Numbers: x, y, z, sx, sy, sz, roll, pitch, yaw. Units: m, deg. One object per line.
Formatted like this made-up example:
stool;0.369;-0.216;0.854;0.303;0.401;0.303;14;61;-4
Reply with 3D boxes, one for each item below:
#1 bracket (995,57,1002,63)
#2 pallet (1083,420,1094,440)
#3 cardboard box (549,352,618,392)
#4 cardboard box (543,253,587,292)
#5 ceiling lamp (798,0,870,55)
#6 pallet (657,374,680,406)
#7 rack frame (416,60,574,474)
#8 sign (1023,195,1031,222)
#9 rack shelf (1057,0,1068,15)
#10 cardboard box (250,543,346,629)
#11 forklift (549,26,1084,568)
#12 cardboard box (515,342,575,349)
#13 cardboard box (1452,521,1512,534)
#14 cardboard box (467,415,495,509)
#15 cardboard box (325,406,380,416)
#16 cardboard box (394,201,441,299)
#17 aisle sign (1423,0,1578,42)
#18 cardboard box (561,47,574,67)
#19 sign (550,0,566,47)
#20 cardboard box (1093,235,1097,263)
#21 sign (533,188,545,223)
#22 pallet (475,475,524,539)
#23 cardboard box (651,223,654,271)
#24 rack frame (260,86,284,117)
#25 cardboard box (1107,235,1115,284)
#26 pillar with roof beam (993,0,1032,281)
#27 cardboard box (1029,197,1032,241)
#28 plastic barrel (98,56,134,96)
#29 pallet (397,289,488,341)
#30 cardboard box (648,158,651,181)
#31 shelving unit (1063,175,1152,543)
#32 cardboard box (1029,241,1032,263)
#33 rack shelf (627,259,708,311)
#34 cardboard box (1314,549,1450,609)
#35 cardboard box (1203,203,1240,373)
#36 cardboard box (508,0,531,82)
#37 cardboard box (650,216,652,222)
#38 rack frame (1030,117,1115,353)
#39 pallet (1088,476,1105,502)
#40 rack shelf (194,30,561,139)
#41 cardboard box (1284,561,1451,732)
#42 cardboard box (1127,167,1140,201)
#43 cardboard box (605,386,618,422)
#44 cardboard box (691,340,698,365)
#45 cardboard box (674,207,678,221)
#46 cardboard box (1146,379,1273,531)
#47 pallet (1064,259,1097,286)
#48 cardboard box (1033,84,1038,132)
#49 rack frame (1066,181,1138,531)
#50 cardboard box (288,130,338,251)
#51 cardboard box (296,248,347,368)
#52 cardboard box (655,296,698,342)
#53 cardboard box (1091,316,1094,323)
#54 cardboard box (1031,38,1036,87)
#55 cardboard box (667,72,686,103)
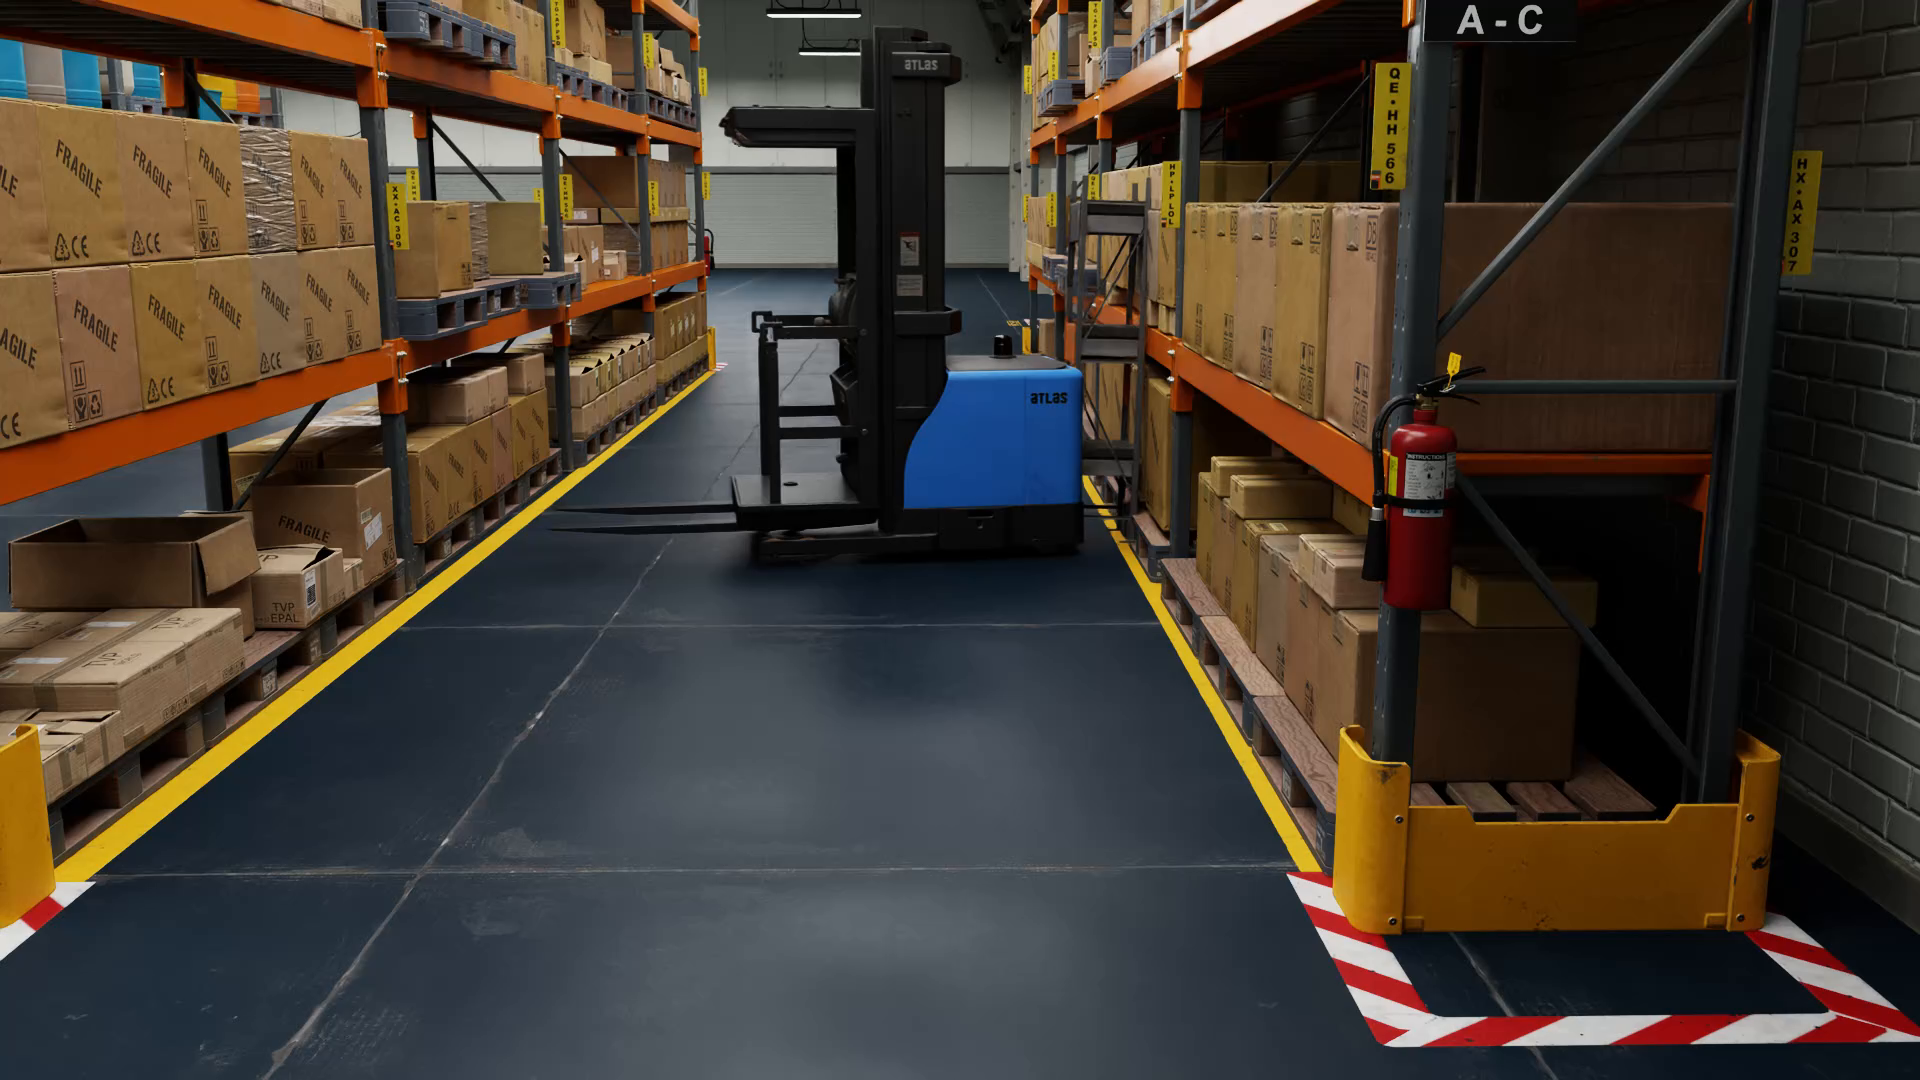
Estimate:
bracket;1.203;-14.675;50.710;0.235;0.232;0.430;0;11;-1
pallet;1.507;-0.790;13.421;1.003;0.211;1.213;0;11;-1
cardboard box;-3.175;-1.424;13.983;0.500;0.311;0.500;-1;11;-3
cardboard box;-3.256;-2.115;13.163;0.500;0.311;0.500;0;11;-2
ceiling lamp;-3.264;-14.431;43.879;2.000;3.185;0.800;0;11;-1
pallet;-3.488;-1.567;17.250;1.003;0.211;1.213;0;11;-1
rack frame;-3.431;-1.980;12.274;1.000;3.000;0.127;0;11;-1
sign;0.814;-4.013;20.119;0.100;0.325;0.005;0;11;-1
rack shelf;1.480;-4.790;13.852;1.077;0.370;4.000;0;11;-1
cardboard box;-3.037;0.179;7.291;0.500;0.311;0.500;0;11;-1
forklift;-0.847;-1.394;9.560;3.031;2.935;1.130;-2;12;-9
cardboard box;-3.737;-1.622;14.961;0.500;0.311;0.500;-1;11;-3
cardboard box;1.759;0.026;5.988;0.380;0.149;0.250;0;11;-1
cardboard box;-3.139;-0.478;10.050;0.500;0.500;0.500;0;11;0
cardboard box;-3.669;-0.571;10.511;0.500;0.500;0.500;-1;11;-3
cardboard box;-3.134;-1.535;8.771;0.700;0.500;0.500;-4;12;-20
aisle sign;1.389;-1.669;4.204;0.394;0.787;0.004;0;11;-1
cardboard box;-3.535;-3.997;13.993;0.500;0.250;0.500;-1;12;-6
sign;-2.888;-3.705;11.933;0.100;0.325;0.005;0;11;-1
cardboard box;1.463;-2.470;13.331;0.700;0.500;0.500;-1;12;-7
sign;-4.068;-3.235;16.086;0.100;0.325;0.005;0;11;-1
pallet;-3.431;-0.223;10.626;1.003;0.211;1.213;0;11;-1
cardboard box;-3.546;-3.017;17.134;0.700;0.500;0.500;0;11;-2
rack frame;-8.548;-6.491;19.419;1.000;3.000;0.127;0;11;-1
cardboard box;1.277;-2.004;11.342;0.500;0.500;0.500;0;11;1
pillar with roof beam;-2.564;-11.149;42.380;9.100;9.000;0.548;0;11;-1
cardboard box;1.066;-3.701;19.196;0.500;0.500;0.500;0;11;-1
plastic barrel;-8.278;-4.572;16.171;0.421;0.512;0.421;0;11;0
pallet;-3.255;-1.250;9.159;1.003;0.211;1.213;0;11;-1
cardboard box;-3.541;-3.648;16.984;0.700;0.500;0.500;0;11;-1
shelving unit;0.847;-1.063;9.838;0.431;2.100;0.503;1;8;-4
cardboard box;1.074;-3.326;19.236;0.500;0.250;0.500;-1;11;-3
rack shelf;-3.555;-2.820;18.224;1.077;0.370;4.000;0;11;-1
cardboard box;1.388;0.127;5.487;0.380;0.149;0.250;0;11;-2
cardboard box;1.609;-1.100;7.181;0.980;0.700;0.700;-1;11;-3
cardboard box;-3.377;-3.311;11.039;0.910;0.500;0.500;0;11;-1
cardboard box;-3.338;-3.297;16.885;0.380;0.149;0.250;-1;11;-3
rack frame;1.357;-3.591;20.216;1.000;3.000;0.127;0;11;-1
pallet;1.463;-0.477;11.881;1.003;0.211;1.213;0;11;-1
rack shelf;-3.389;-2.700;10.087;1.077;0.370;4.000;0;11;-1
cardboard box;1.562;0.370;5.920;0.700;0.500;0.500;0;11;-1
cardboard box;1.316;-2.174;10.295;0.500;0.250;0.500;0;11;-2
cardboard box;-3.176;-1.147;14.026;0.500;0.250;0.500;-1;11;-3
cardboard box;-3.255;-2.124;18.845;0.500;0.250;0.500;0;11;-1
cardboard box;-3.377;-3.657;18.657;0.380;0.149;0.250;0;11;1
cardboard box;1.461;-0.487;9.265;0.750;0.750;0.750;0;11;0
pallet;1.440;-2.300;14.336;1.003;0.211;1.213;0;11;-1
cardboard box;1.089;-4.946;19.046;0.500;0.500;0.500;1;11;3
rack frame;0.832;-1.099;10.078;0.400;2.100;0.015;1;8;-4
cardboard box;-3.065;-1.522;7.253;0.500;0.500;0.500;0;11;-2
cardboard box;-3.069;-1.033;7.355;0.500;0.500;0.500;0;11;0
cardboard box;-3.252;-2.492;18.770;0.500;0.500;0.500;0;11;-1
cardboard box;1.484;-1.920;15.275;0.500;0.250;0.500;0;11;-2
cardboard box;1.081;-5.433;18.932;0.500;0.500;0.500;0;11;-2
cardboard box;-3.297;-4.933;18.099;0.500;0.311;0.500;1;12;6
